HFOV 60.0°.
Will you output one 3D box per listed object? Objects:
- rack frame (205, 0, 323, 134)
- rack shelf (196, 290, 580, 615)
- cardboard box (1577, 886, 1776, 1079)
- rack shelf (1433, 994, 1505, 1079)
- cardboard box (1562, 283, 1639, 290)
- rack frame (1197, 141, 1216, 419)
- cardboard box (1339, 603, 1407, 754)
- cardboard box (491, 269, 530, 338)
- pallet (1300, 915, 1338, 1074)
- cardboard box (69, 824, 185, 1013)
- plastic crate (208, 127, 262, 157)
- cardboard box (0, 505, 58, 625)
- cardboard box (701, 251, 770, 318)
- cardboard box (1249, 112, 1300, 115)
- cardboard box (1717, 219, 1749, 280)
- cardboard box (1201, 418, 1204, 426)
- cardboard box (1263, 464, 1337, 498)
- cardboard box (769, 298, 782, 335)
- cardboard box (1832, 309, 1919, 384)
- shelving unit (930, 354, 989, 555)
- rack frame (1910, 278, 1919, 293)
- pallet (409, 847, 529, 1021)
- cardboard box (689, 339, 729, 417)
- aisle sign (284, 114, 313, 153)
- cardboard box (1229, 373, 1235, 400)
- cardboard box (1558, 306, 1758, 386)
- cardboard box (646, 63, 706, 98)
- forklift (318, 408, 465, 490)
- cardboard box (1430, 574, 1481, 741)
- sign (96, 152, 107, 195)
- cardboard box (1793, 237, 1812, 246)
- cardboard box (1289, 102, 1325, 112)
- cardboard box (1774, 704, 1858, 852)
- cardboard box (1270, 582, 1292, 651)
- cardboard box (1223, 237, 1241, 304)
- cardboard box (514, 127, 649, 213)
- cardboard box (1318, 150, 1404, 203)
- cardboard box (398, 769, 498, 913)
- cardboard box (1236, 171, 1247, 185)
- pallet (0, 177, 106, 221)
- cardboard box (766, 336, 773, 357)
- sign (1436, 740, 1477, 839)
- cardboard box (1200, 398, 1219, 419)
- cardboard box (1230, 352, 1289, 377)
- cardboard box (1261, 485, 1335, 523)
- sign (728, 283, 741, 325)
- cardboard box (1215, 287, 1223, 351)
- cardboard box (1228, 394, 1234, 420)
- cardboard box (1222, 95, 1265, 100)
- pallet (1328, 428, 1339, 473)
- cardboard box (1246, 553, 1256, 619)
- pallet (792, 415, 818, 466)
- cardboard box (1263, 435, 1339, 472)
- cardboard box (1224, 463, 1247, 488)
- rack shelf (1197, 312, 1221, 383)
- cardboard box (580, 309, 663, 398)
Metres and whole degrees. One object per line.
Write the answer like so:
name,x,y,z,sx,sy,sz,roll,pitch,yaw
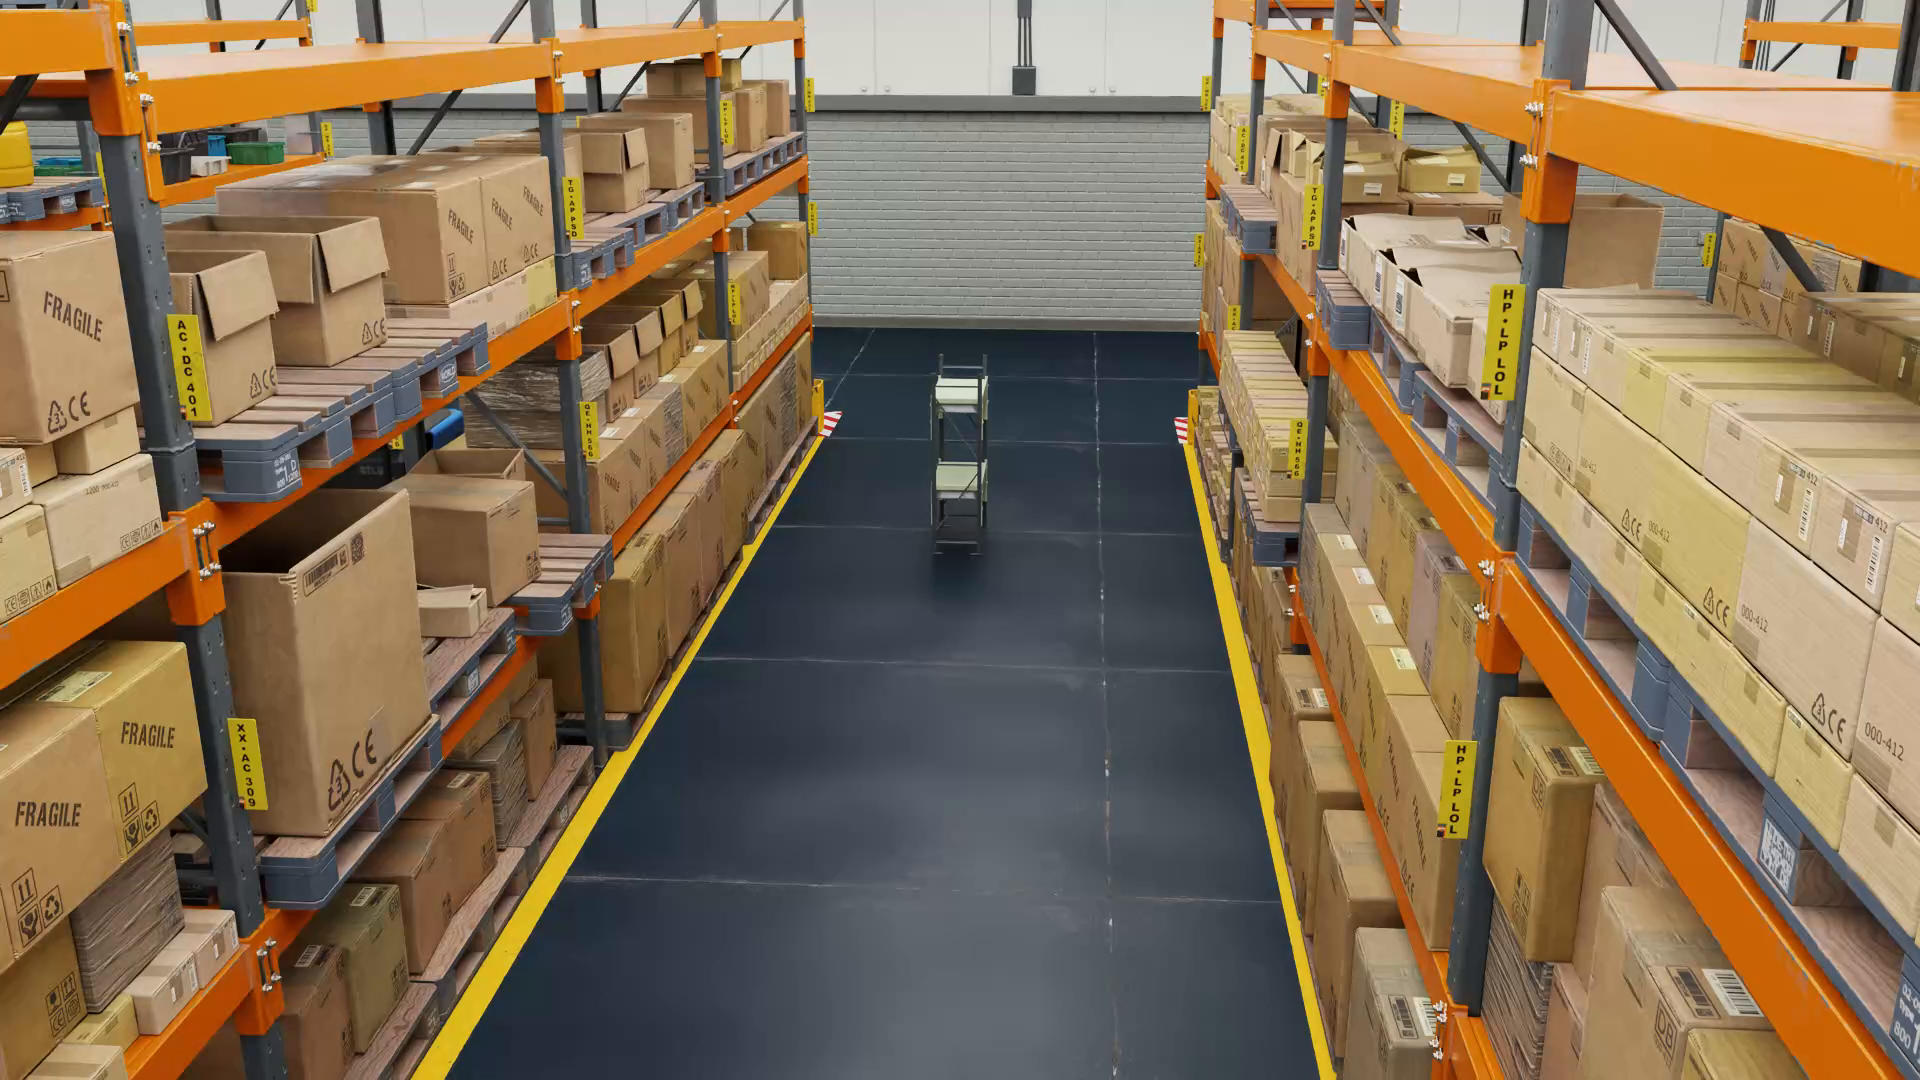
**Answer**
rack frame,-6.965,-5.549,16.406,1.000,3.000,0.127,1,18,4
rack shelf,-2.742,-0.565,7.169,1.077,0.370,4.000,1,18,4
cardboard box,1.895,1.149,3.624,0.875,0.550,0.550,1,18,4
rack shelf,1.911,2.245,3.411,1.077,0.370,4.000,1,18,4
cardboard box,2.400,-0.903,6.427,0.396,0.266,0.258,1,18,4
rack frame,2.915,-2.445,16.569,1.000,3.000,0.127,1,18,4
cardboard box,1.932,0.594,7.131,0.500,0.500,0.500,1,18,3
cardboard box,-2.410,-1.149,8.037,0.500,0.250,0.500,1,18,4
pallet,2.120,1.985,7.525,1.003,0.211,1.213,1,18,4
cardboard box,-2.979,1.089,5.144,0.875,0.500,0.500,1,18,4
plastic crate,-7.271,-3.948,16.547,0.497,0.269,0.590,1,18,4
cardboard box,-2.705,0.095,4.240,0.500,0.250,0.500,2,18,5
cardboard box,-1.947,-2.229,14.467,0.500,0.500,0.500,1,18,2
cardboard box,2.499,-3.326,13.235,0.380,0.149,0.250,2,18,6
cardboard box,7.541,-2.746,15.720,0.500,0.500,0.500,1,18,3
cardboard box,2.545,-1.191,16.166,0.380,0.149,0.250,1,18,4
cardboard box,1.923,-0.346,9.413,0.380,0.149,0.250,2,18,5
cardboard box,-1.902,-2.024,15.045,0.500,0.250,0.500,1,18,4
cardboard box,2.328,-0.451,3.953,0.380,0.149,0.250,1,18,4
shelving unit,0.000,-0.711,13.683,0.431,1.500,0.755,1,18,4
rack frame,7.573,-1.124,12.536,1.000,3.000,0.127,1,18,4
pallet,-2.746,1.843,7.960,1.003,0.211,1.213,1,18,4
cardboard box,-2.073,-1.241,12.733,0.500,0.500,0.500,1,18,4
aisle sign,-6.668,-3.949,16.983,0.394,0.787,0.004,1,18,4
cardboard box,2.088,-1.071,11.626,0.380,0.149,0.250,1,18,2
cardboard box,1.672,-0.466,3.997,0.380,0.149,0.250,1,18,3
cardboard box,-2.238,-3.713,13.422,0.500,0.250,0.500,0,18,0
forklift,-4.673,-1.012,12.305,1.130,2.935,3.031,1,18,2
cardboard box,2.119,0.445,5.982,0.700,0.500,0.500,1,18,3
sign,-6.703,-2.873,13.041,0.100,0.325,0.005,1,18,4
cardboard box,7.405,-2.612,14.270,0.380,0.149,0.250,1,18,3
cardboard box,3.061,-3.720,14.438,0.380,0.149,0.250,2,18,5
cardboard box,1.564,0.386,2.678,0.380,0.149,0.250,2,18,5
cardboard box,2.129,0.453,9.859,0.500,0.250,0.500,1,18,3
cardboard box,2.424,-2.180,13.514,0.500,0.500,0.500,1,18,2
cardboard box,-2.473,-2.412,10.809,0.797,0.503,0.637,1,18,3
cardboard box,2.111,-1.929,8.785,0.396,0.266,0.258,1,18,4
cardboard box,-2.687,1.433,8.039,0.700,0.500,0.500,3,18,9
cardboard box,2.394,-2.716,12.817,0.500,0.250,0.500,2,18,5
pallet,-7.211,-2.546,12.361,1.213,0.211,1.003,1,18,4
cardboard box,-1.866,-1.713,14.736,0.380,0.149,0.250,1,18,5
sign,1.513,0.760,5.054,0.100,0.325,0.005,1,18,4
cardboard box,2.493,-1.254,15.881,0.380,0.149,0.250,1,18,4
cardboard box,2.086,-1.210,11.572,0.380,0.149,0.250,1,18,3
cardboard box,1.918,-0.204,9.459,0.380,0.149,0.250,2,18,5
sign,-1.770,-1.849,13.015,0.100,0.325,0.005,1,18,4
cardboard box,2.456,-1.864,14.157,0.500,0.500,0.500,1,18,4
cardboard box,2.086,-0.929,11.671,0.380,0.149,0.250,1,18,4
cardboard box,2.628,-4.052,15.453,0.380,0.149,0.250,2,18,6
pallet,2.442,-0.485,10.895,1.003,0.211,1.213,1,18,4
cardboard box,2.250,0.336,11.420,0.500,0.500,0.500,2,18,5
pallet,-2.004,-1.012,16.673,1.003,0.211,1.213,1,18,4
cardboard box,1.919,-0.486,9.363,0.380,0.149,0.250,1,18,2
cardboard box,2.373,-0.527,13.663,0.380,0.149,0.250,2,18,5
rack shelf,2.772,-1.482,14.785,1.077,0.370,4.000,1,18,4
cardboard box,-2.439,-1.265,11.193,0.797,0.503,0.637,2,18,6
